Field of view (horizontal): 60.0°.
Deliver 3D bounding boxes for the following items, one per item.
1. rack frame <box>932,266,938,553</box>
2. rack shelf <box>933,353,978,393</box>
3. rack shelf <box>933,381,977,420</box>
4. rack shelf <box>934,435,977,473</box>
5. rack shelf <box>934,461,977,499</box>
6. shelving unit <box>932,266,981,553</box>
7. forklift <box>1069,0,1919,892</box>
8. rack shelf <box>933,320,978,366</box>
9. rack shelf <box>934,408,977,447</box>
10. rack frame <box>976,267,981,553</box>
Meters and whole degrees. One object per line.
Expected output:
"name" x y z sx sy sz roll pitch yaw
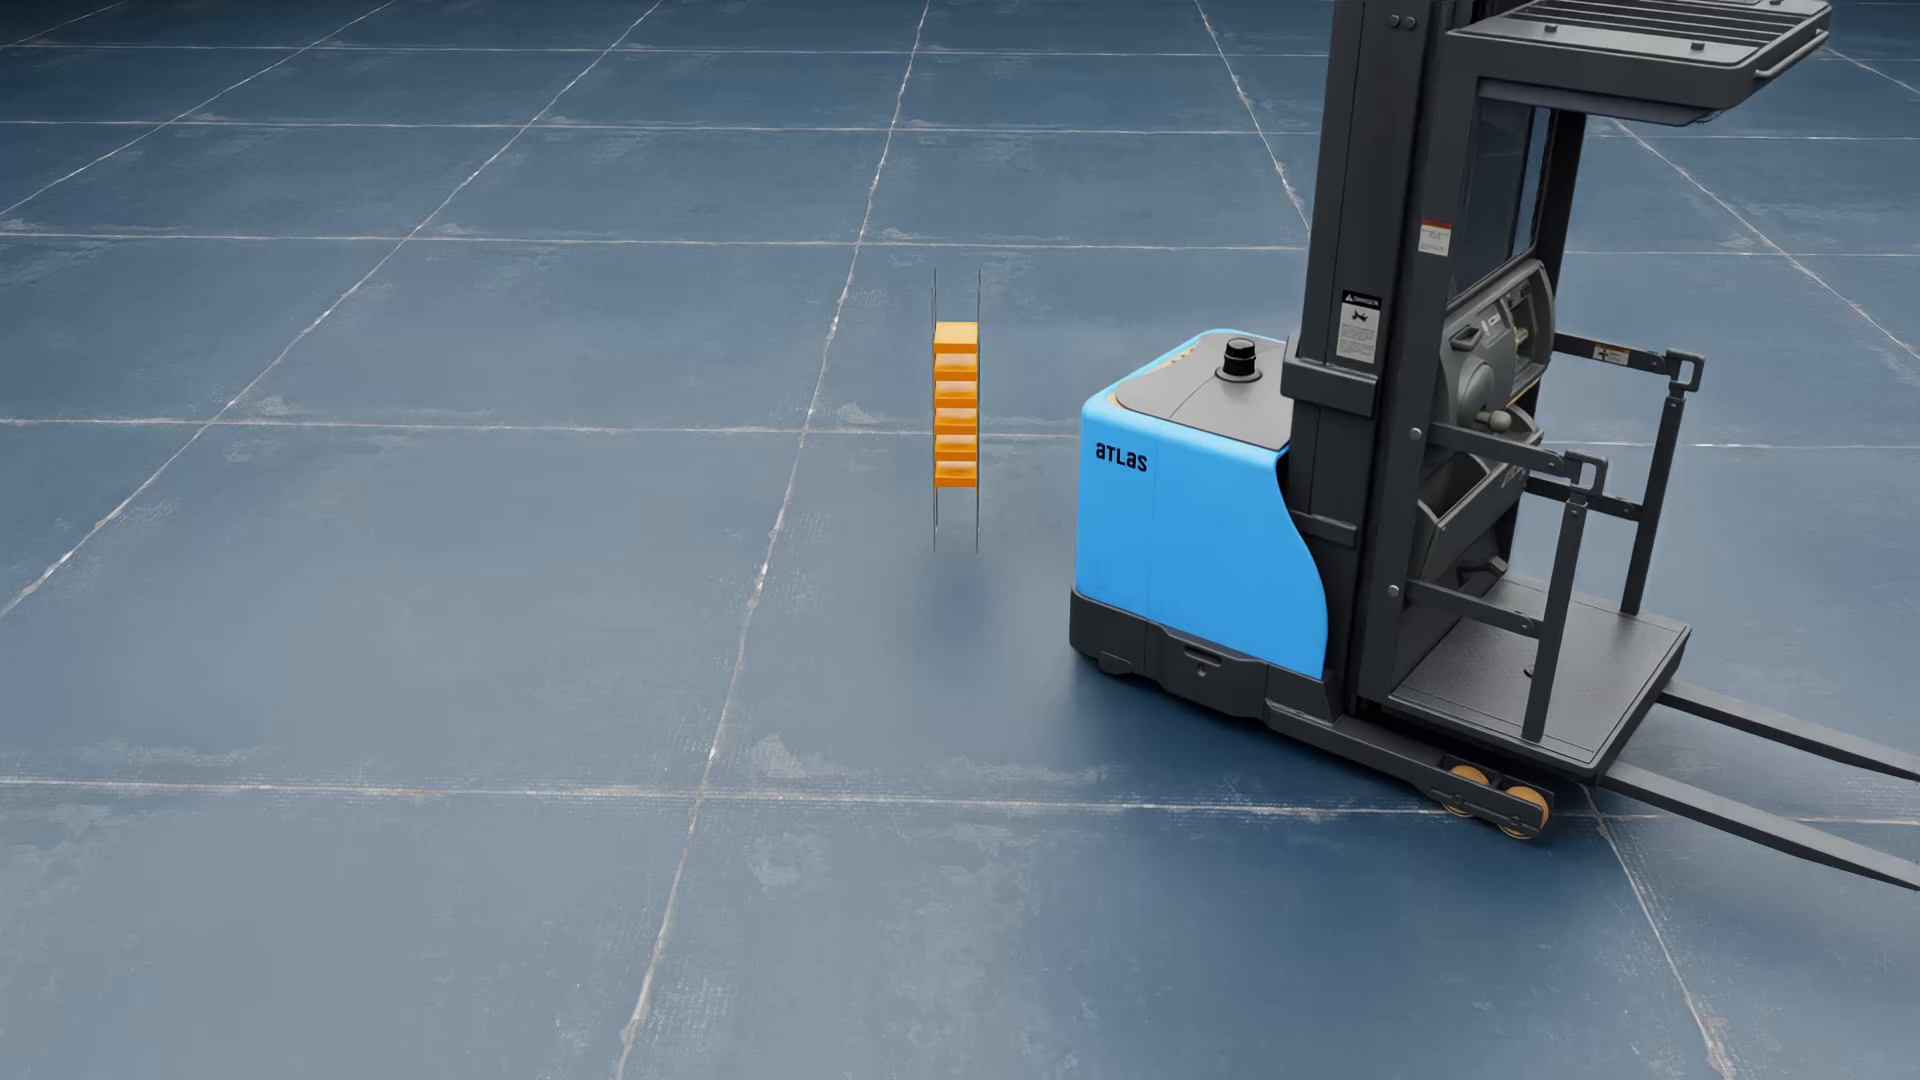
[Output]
"rack frame" -0.106 -0.532 6.972 0.006 1.200 0.240 1 28 2
"rack shelf" -0.014 -0.703 6.878 0.180 0.103 0.258 1 28 2
"rack shelf" -0.014 -0.597 6.934 0.180 0.103 0.258 1 28 2
"rack shelf" -0.014 -0.385 7.046 0.180 0.103 0.258 1 28 2
"rack shelf" -0.014 -0.279 7.103 0.180 0.103 0.258 1 28 2
"shelving unit" -0.014 -0.530 6.969 0.189 1.200 0.258 1 28 2
"forklift" 1.902 -0.605 5.262 3.031 2.935 1.130 19 34 32
"rack shelf" -0.014 -0.809 6.822 0.180 0.103 0.258 1 28 2
"rack shelf" -0.014 -0.491 6.990 0.180 0.103 0.258 1 28 2
"rack frame" 0.077 -0.529 6.967 0.006 1.200 0.240 1 28 2
